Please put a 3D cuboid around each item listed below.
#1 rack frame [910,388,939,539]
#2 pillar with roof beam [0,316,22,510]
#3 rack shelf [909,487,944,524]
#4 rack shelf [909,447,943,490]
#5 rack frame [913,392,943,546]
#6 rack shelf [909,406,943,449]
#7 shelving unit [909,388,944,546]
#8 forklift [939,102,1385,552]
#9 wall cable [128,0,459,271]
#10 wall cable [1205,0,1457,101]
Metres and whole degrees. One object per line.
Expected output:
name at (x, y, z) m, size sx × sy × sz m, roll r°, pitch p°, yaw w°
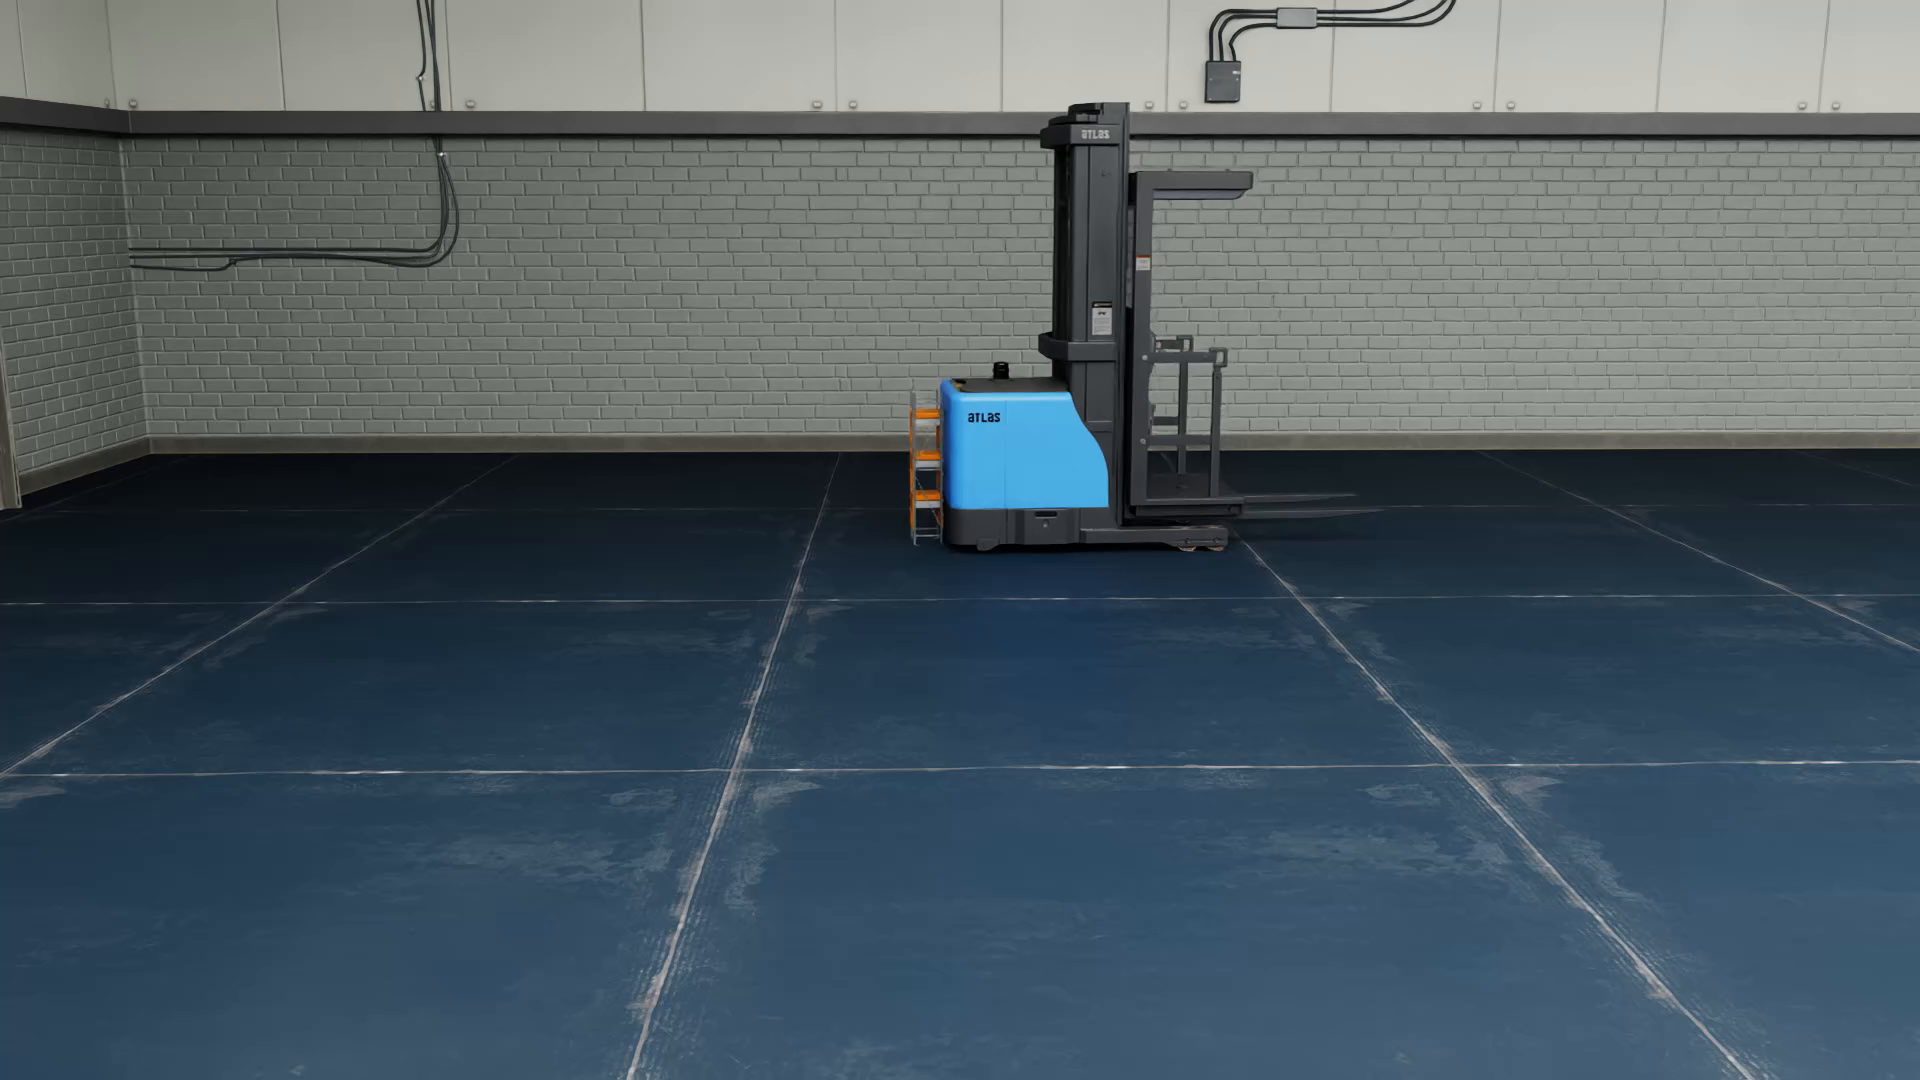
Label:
rack frame at (-0.245, -0.523, 11.496) m, size 0.200 × 1.050 × 0.008 m, roll -1°, pitch 12°, yaw -6°
pillar with roof beam at (-3.071, -4.643, 11.813) m, size 9.100 × 9.000 × 0.400 m, roll 0°, pitch 11°, yaw -1°
rack shelf at (-0.232, -0.216, 11.435) m, size 0.215 × 0.259 × 0.240 m, roll -1°, pitch 12°, yaw -6°
rack shelf at (-0.232, -0.488, 11.380) m, size 0.215 × 0.259 × 0.240 m, roll -1°, pitch 12°, yaw -6°
rack frame at (-0.219, -0.475, 11.259) m, size 0.200 × 1.050 × 0.008 m, roll -1°, pitch 12°, yaw -6°
rack shelf at (-0.232, -0.767, 11.323) m, size 0.215 × 0.259 × 0.240 m, roll -1°, pitch 12°, yaw -6°
shelving unit at (-0.232, -0.499, 11.377) m, size 0.215 × 1.050 × 0.252 m, roll -1°, pitch 12°, yaw -6°
forklift at (1.391, -1.462, 11.392) m, size 3.031 × 2.935 × 1.130 m, roll -1°, pitch 12°, yaw -5°
wall cable at (-6.114, -3.695, 14.948) m, size 3.097 × 2.526 × 0.112 m, roll 0°, pitch 11°, yaw -1°
wall cable at (3.378, -6.919, 14.478) m, size 2.305 × 6.003 × 0.169 m, roll 0°, pitch 11°, yaw -1°
